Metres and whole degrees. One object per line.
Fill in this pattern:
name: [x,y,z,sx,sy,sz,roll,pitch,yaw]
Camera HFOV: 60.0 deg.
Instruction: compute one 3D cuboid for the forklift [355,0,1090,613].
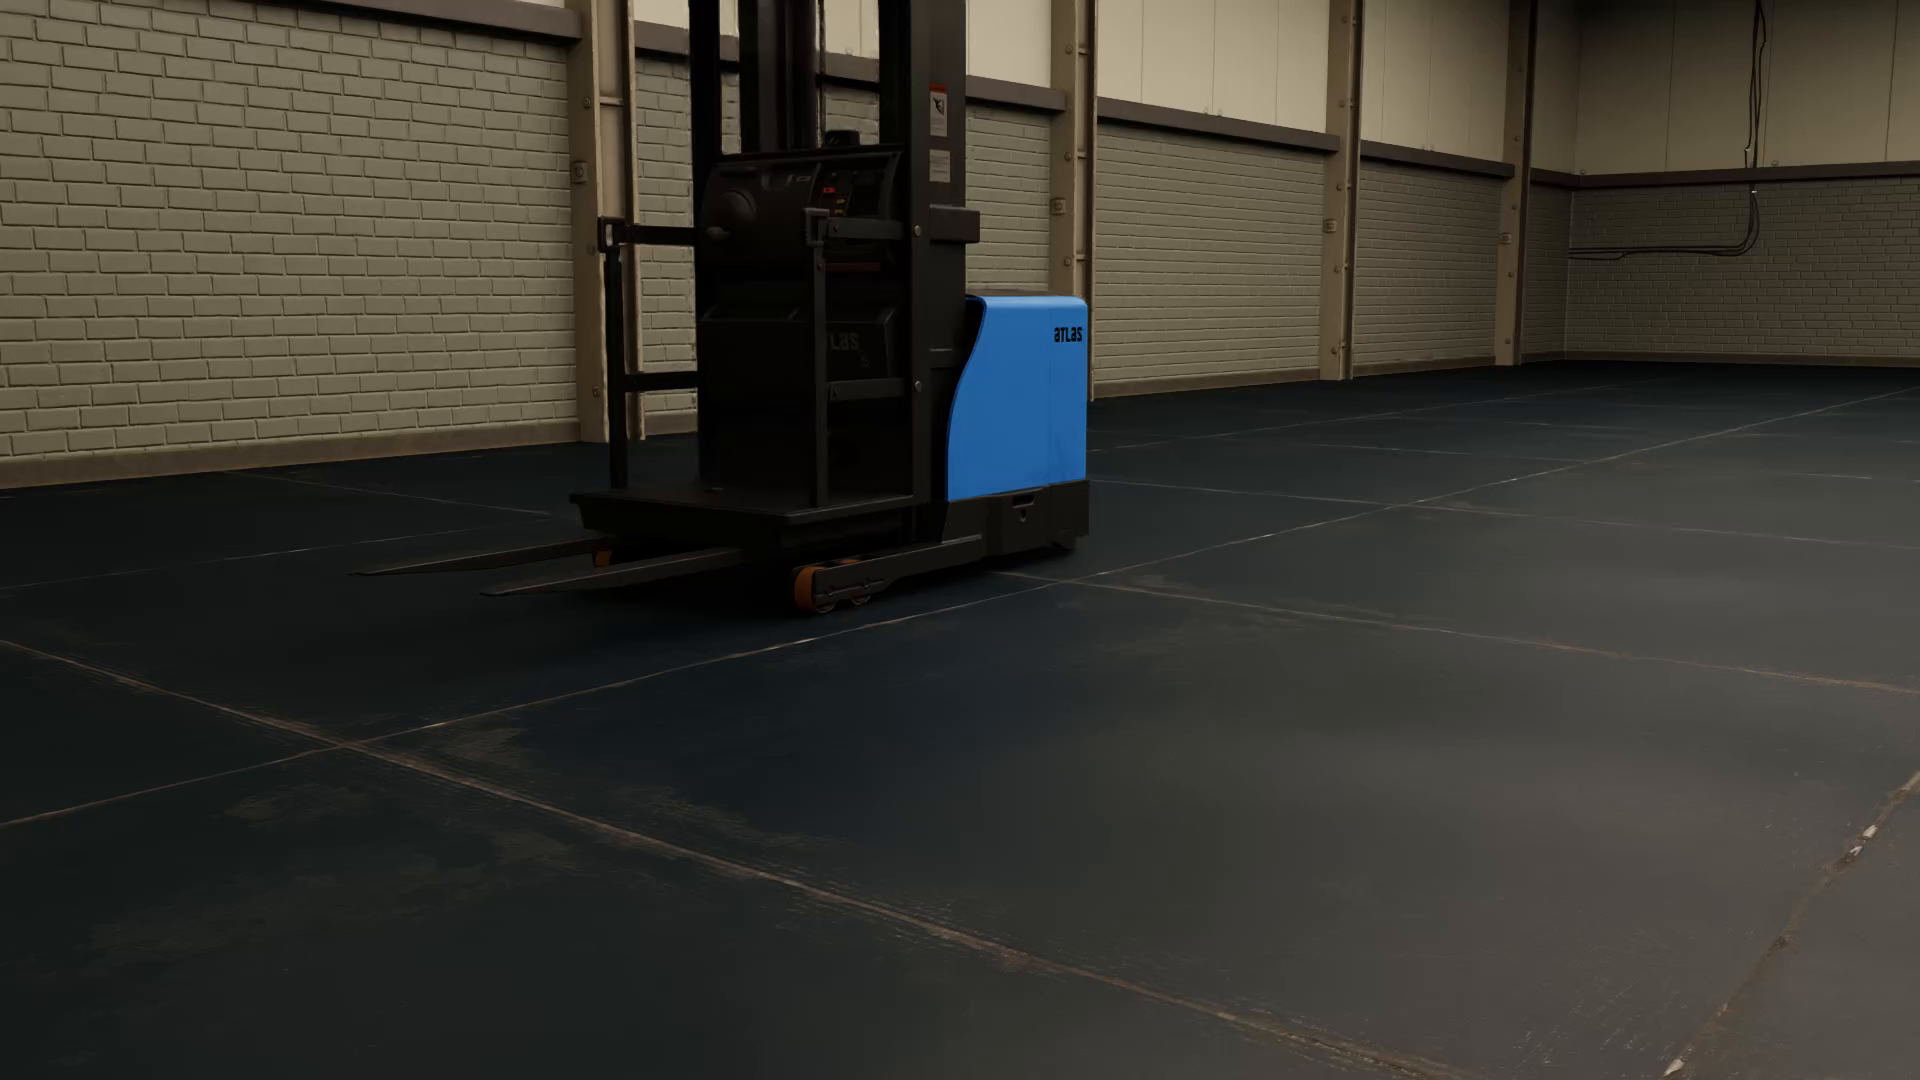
forklift: [-0.726,-1.278,6.015,1.130,2.935,3.031,6,10,36]
